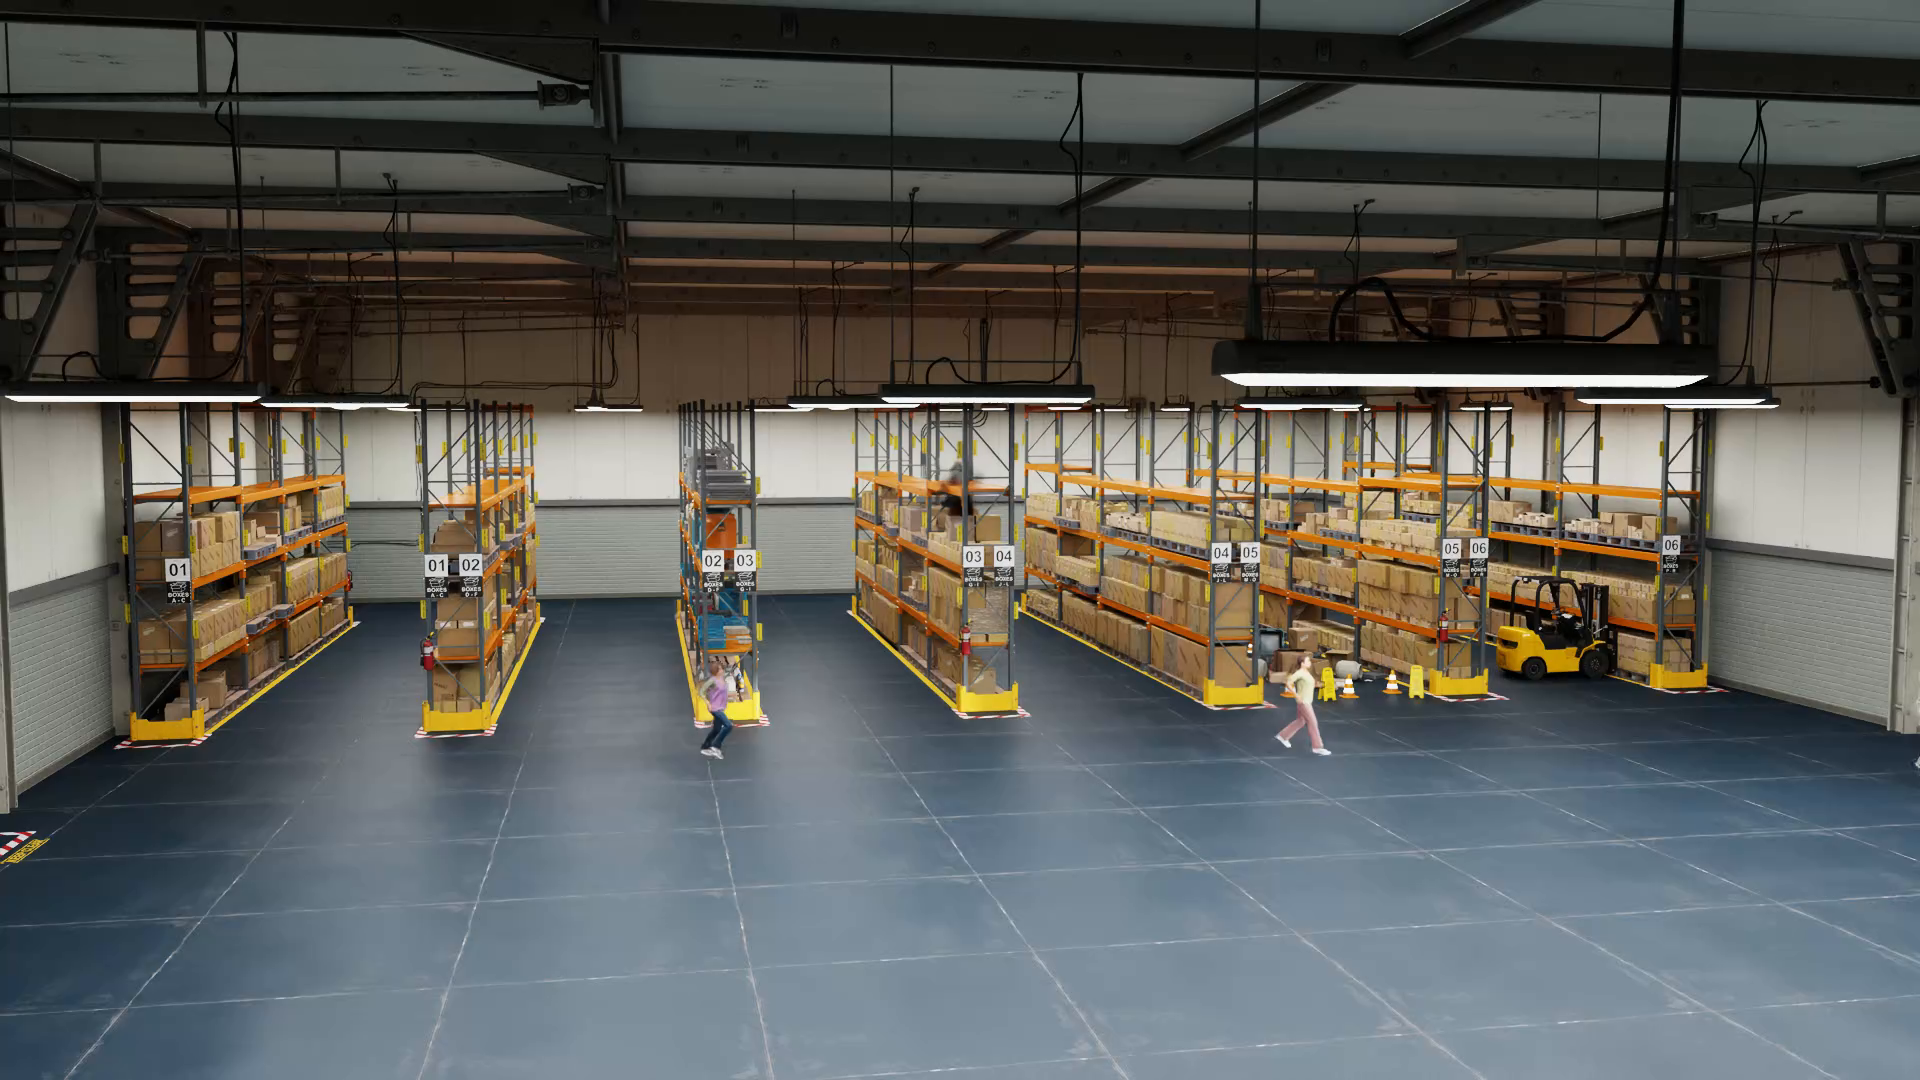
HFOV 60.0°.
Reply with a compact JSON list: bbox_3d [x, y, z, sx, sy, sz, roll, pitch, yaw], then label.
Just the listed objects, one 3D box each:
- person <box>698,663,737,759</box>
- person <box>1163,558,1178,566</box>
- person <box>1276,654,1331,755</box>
[{"bbox_3d":[-4.015,2.836,27.616,0.664,1.590,0.512,1,4,12],"label":"person"},{"bbox_3d":[6.351,1.007,50.893,0.609,1.727,0.708,0,4,-3],"label":"person"},{"bbox_3d":[5.791,2.753,28.007,0.967,1.649,0.571,2,5,25],"label":"person"}]
